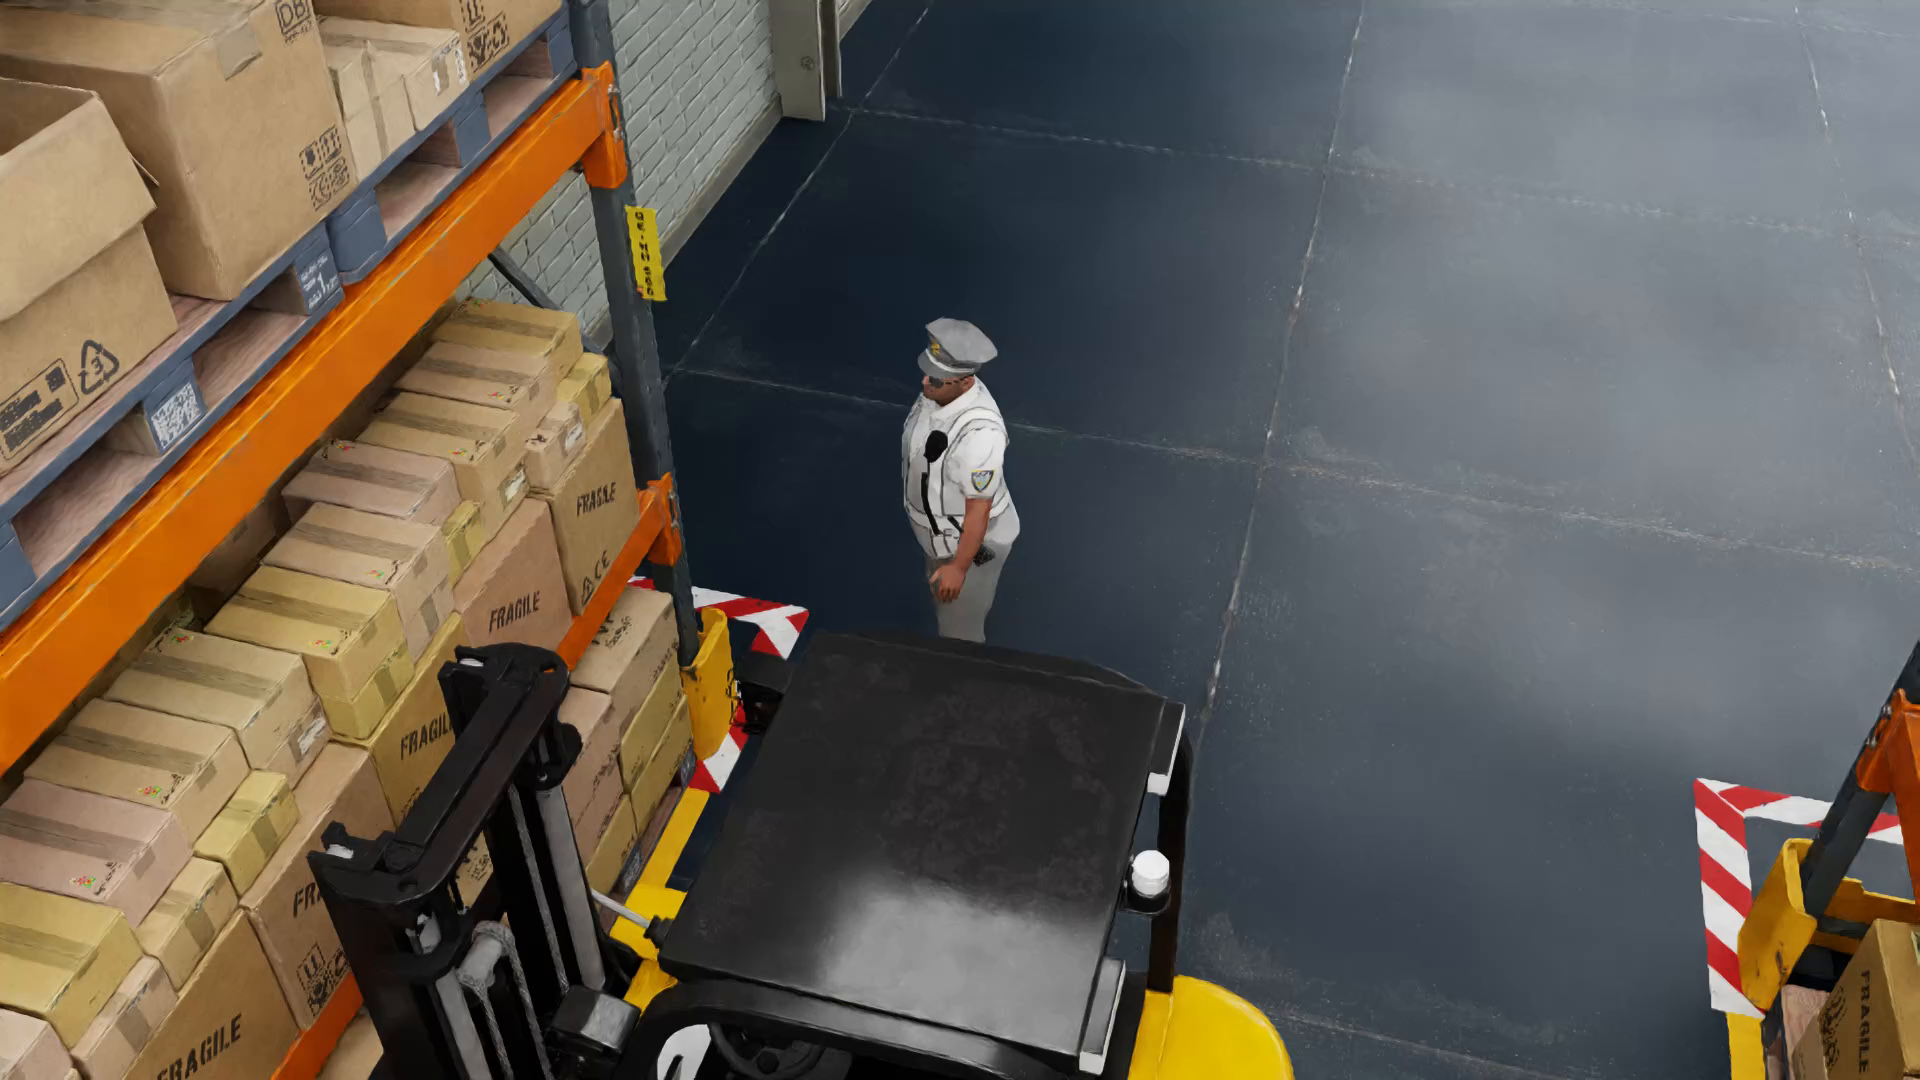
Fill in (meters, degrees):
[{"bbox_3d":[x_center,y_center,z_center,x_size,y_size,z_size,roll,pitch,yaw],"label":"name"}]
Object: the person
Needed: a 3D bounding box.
[{"bbox_3d":[-0.063,-0.054,6.169,0.501,1.776,0.596,-13,42,-14],"label":"person"}]
